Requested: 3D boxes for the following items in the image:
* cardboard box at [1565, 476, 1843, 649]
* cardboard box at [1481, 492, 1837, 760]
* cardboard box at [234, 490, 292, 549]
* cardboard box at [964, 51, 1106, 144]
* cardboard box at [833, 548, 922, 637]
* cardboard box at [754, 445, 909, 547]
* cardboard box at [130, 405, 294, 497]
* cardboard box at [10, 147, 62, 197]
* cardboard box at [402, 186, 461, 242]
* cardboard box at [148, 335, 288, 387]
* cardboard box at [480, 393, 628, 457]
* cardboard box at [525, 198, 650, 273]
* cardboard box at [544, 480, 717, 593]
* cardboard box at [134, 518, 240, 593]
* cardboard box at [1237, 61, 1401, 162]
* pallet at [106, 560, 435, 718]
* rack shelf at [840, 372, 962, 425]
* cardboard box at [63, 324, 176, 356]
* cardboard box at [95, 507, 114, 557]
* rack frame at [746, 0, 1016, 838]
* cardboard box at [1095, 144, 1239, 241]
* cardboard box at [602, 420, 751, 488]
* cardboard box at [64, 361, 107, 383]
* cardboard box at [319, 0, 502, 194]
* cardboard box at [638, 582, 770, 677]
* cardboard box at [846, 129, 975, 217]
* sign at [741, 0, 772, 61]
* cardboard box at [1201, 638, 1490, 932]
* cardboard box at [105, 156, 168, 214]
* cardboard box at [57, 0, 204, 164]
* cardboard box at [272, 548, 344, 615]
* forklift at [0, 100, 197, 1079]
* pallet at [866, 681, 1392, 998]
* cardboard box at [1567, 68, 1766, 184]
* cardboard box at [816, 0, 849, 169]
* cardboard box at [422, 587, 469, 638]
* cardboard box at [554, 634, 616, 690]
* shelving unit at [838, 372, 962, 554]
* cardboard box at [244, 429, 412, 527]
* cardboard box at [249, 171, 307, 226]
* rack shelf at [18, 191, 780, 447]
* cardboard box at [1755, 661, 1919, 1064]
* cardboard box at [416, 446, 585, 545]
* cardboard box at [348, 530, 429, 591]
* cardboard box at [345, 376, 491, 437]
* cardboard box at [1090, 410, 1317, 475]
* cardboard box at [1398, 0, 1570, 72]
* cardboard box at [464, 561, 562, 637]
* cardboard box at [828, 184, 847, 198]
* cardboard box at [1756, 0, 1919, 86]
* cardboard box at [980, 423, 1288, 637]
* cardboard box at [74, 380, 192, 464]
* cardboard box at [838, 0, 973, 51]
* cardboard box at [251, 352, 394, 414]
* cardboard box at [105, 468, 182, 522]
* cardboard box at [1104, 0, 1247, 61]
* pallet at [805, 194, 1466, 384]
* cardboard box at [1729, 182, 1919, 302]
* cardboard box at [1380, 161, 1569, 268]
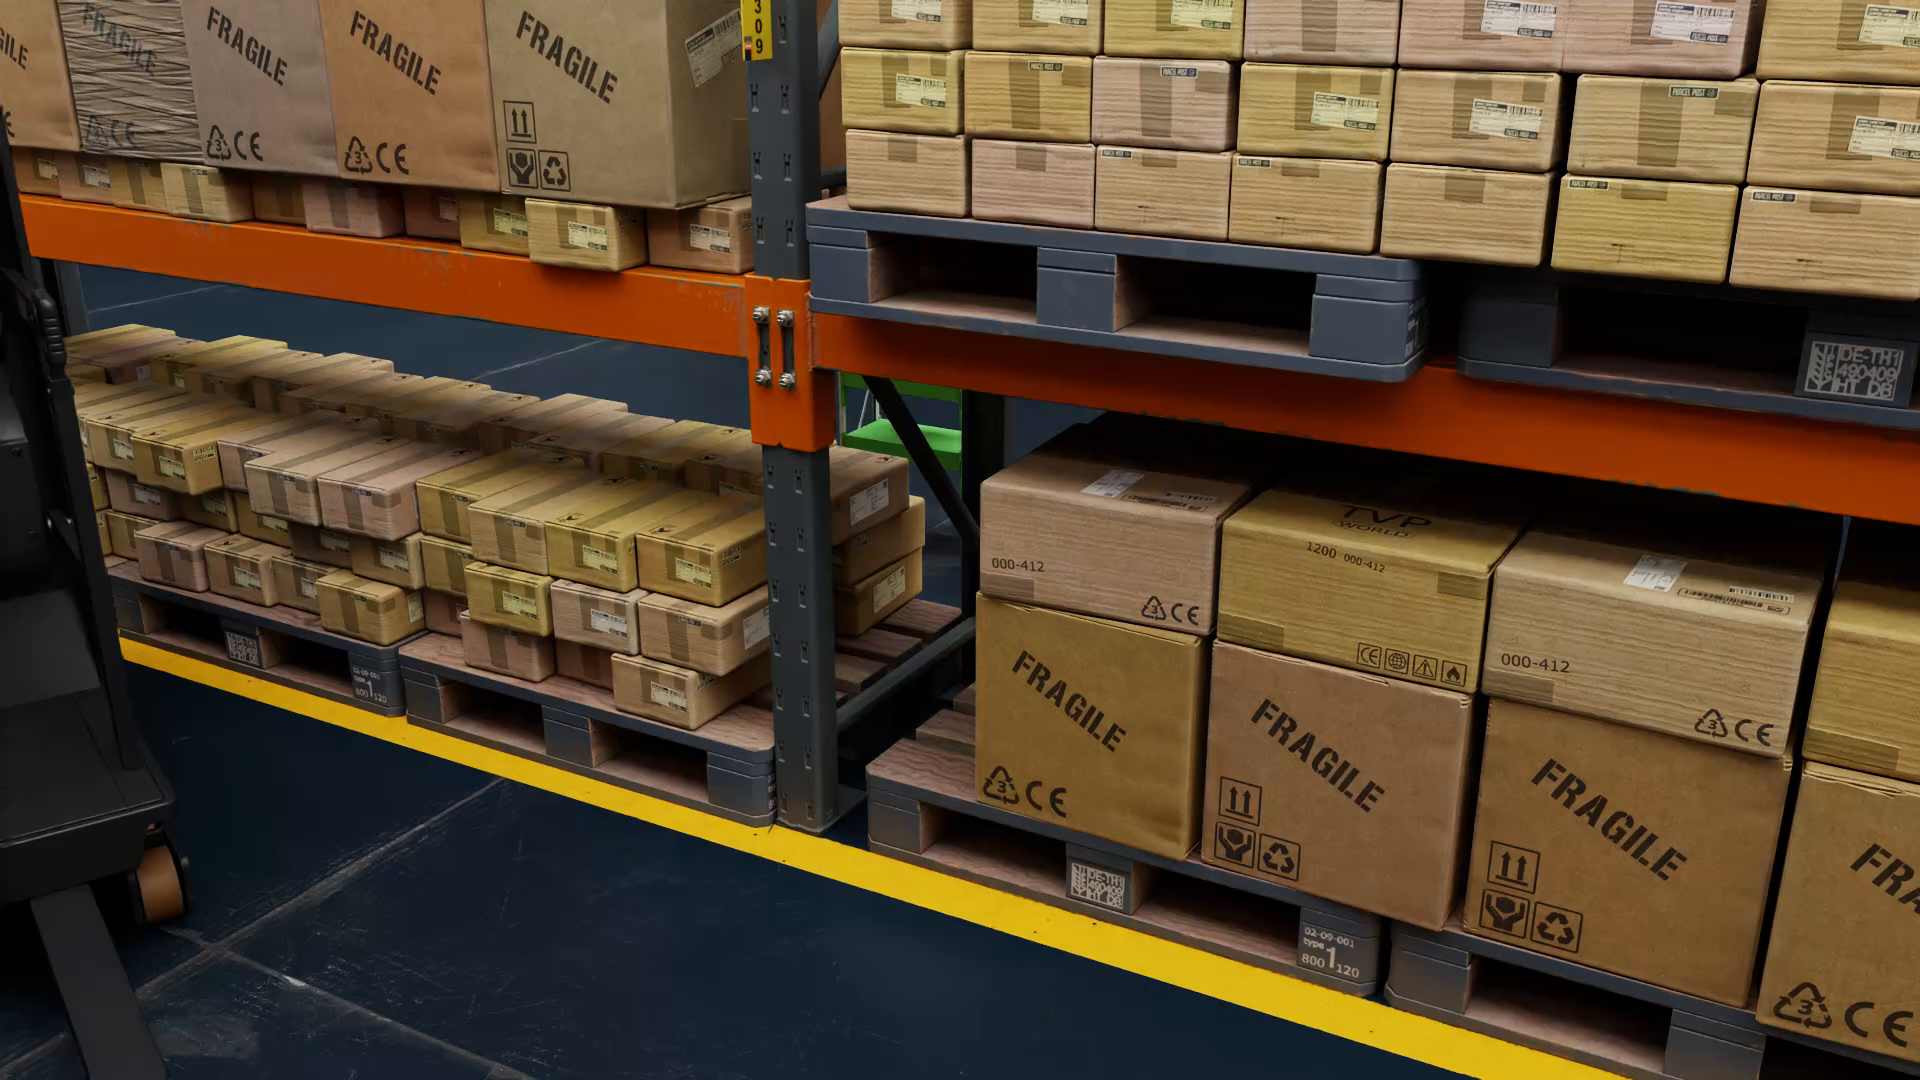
[{"bbox_3d":[1.542,-0.019,3.468,0.500,0.250,0.500,10,22,25],"label":"cardboard box"},{"bbox_3d":[1.283,0.135,3.044,0.500,0.250,0.500,12,23,29],"label":"cardboard box"},{"bbox_3d":[-1.897,-0.116,4.915,0.250,0.149,0.380,12,23,30],"label":"cardboard box"},{"bbox_3d":[0.204,-0.840,3.098,0.250,0.149,0.380,10,22,26],"label":"cardboard box"},{"bbox_3d":[-0.304,0.121,4.698,0.250,0.149,0.380,10,22,25],"label":"cardboard box"},{"bbox_3d":[-0.342,-0.122,4.494,0.250,0.149,0.380,12,23,29],"label":"cardboard box"},{"bbox_3d":[-2.184,-0.267,4.894,0.250,0.149,0.380,11,23,28],"label":"cardboard box"},{"bbox_3d":[-2.542,-1.116,4.911,0.250,0.149,0.380,11,22,27],"label":"cardboard box"},{"bbox_3d":[-1.180,-0.861,4.209,0.250,0.149,0.380,10,22,26],"label":"cardboard box"},{"bbox_3d":[-2.569,-0.591,5.788,0.250,0.149,0.380,10,22,26],"label":"cardboard box"},{"bbox_3d":[-1.220,-0.316,5.029,0.250,0.149,0.380,11,23,28],"label":"cardboard box"},{"bbox_3d":[-0.784,-0.736,3.863,0.250,0.149,0.380,10,22,26],"label":"cardboard box"},{"bbox_3d":[-0.822,-0.015,4.200,0.250,0.149,0.380,11,23,28],"label":"cardboard box"},{"bbox_3d":[-2.231,0.009,5.006,0.250,0.149,0.380,10,22,25],"label":"cardboard box"},{"bbox_3d":[0.657,-0.754,2.861,0.250,0.149,0.380,10,22,25],"label":"cardboard box"},{"bbox_3d":[-1.815,0.141,5.166,1.213,0.211,1.003,11,23,27],"label":"pallet"},{"bbox_3d":[-0.145,-0.532,5.758,0.480,0.148,0.258,11,23,27],"label":"rack shelf"},{"bbox_3d":[-3.049,-0.655,5.965,0.250,0.149,0.380,11,23,28],"label":"cardboard box"},{"bbox_3d":[-2.675,-0.072,5.230,0.250,0.149,0.380,11,23,28],"label":"cardboard box"},{"bbox_3d":[-0.142,-0.866,3.853,0.127,3.000,1.000,11,23,27],"label":"rack frame"},{"bbox_3d":[0.438,-0.655,3.026,0.250,0.149,0.380,11,23,28],"label":"cardboard box"},{"bbox_3d":[-0.798,-0.212,4.744,0.250,0.149,0.380,10,22,27],"label":"cardboard box"},{"bbox_3d":[-3.043,-0.469,5.453,0.250,0.149,0.380,11,23,28],"label":"cardboard box"},{"bbox_3d":[-1.155,-1.136,4.014,0.500,0.500,0.500,10,22,26],"label":"cardboard box"},{"bbox_3d":[-0.572,0.179,4.100,0.250,0.149,0.380,11,23,28],"label":"cardboard box"},{"bbox_3d":[-0.023,-0.743,3.266,0.250,0.149,0.380,10,22,25],"label":"cardboard box"},{"bbox_3d":[-0.400,-1.110,3.256,0.005,0.325,0.100,11,23,27],"label":"sign"},{"bbox_3d":[0.836,0.401,3.410,0.500,0.500,0.500,12,23,30],"label":"cardboard box"},{"bbox_3d":[-2.125,-1.017,4.639,0.250,0.149,0.380,12,23,29],"label":"cardboard box"},{"bbox_3d":[-2.028,-1.311,4.498,0.500,0.500,0.500,10,22,26],"label":"cardboard box"},{"bbox_3d":[-1.749,0.078,4.817,0.250,0.149,0.380,11,23,28],"label":"cardboard box"},{"bbox_3d":[-2.300,-0.539,3.054,1.130,2.935,3.031,-14,24,-33],"label":"forklift"},{"bbox_3d":[0.538,0.574,3.973,1.213,0.211,1.003,11,23,27],"label":"pallet"},{"bbox_3d":[1.125,-0.666,2.618,0.250,0.149,0.380,10,22,26],"label":"cardboard box"},{"bbox_3d":[-0.452,-1.210,4.219,0.500,0.500,0.500,10,22,26],"label":"cardboard box"},{"bbox_3d":[-1.270,0.140,4.644,0.250,0.149,0.380,10,22,26],"label":"cardboard box"},{"bbox_3d":[-0.837,0.245,4.355,0.250,0.149,0.380,12,23,29],"label":"cardboard box"},{"bbox_3d":[-0.145,-0.592,5.736,0.503,1.200,0.258,11,23,27],"label":"shelving unit"},{"bbox_3d":[-1.754,-0.179,4.653,0.250,0.149,0.380,10,22,25],"label":"cardboard box"},{"bbox_3d":[-1.649,-0.943,4.434,0.250,0.149,0.380,10,22,27],"label":"cardboard box"},{"bbox_3d":[-1.888,-0.860,4.892,4.000,0.370,1.077,11,23,27],"label":"rack shelf"},{"bbox_3d":[1.727,0.575,2.931,0.500,0.500,0.500,10,22,25],"label":"cardboard box"},{"bbox_3d":[-1.232,-0.121,4.491,0.250,0.149,0.380,12,23,29],"label":"cardboard box"},{"bbox_3d":[-1.460,-0.009,4.619,0.250,0.149,0.380,11,23,29],"label":"cardboard box"},{"bbox_3d":[-1.694,-0.389,5.231,0.250,0.149,0.380,11,23,28],"label":"cardboard box"},{"bbox_3d":[0.631,-0.192,3.946,0.500,0.250,0.500,10,22,26],"label":"cardboard box"},{"bbox_3d":[0.887,-0.850,2.689,0.250,0.149,0.380,11,22,27],"label":"cardboard box"},{"bbox_3d":[-1.057,0.099,4.322,0.250,0.149,0.380,10,22,25],"label":"cardboard box"},{"bbox_3d":[-0.230,-0.892,4.294,0.250,0.149,0.380,12,23,29],"label":"cardboard box"},{"bbox_3d":[1.344,-0.764,2.452,0.250,0.149,0.380,12,23,29],"label":"cardboard box"},{"bbox_3d":[0.374,-0.039,3.524,0.500,0.250,0.500,10,22,25],"label":"cardboard box"},{"bbox_3d":[-2.629,-0.373,5.187,0.250,0.149,0.380,10,22,25],"label":"cardboard box"},{"bbox_3d":[-0.023,-1.022,3.164,0.250,0.149,0.380,12,23,30],"label":"cardboard box"},{"bbox_3d":[-2.112,-0.501,5.540,0.250,0.149,0.380,12,23,29],"label":"cardboard box"},{"bbox_3d":[-2.385,-0.197,5.138,0.250,0.149,0.380,10,22,25],"label":"cardboard box"},{"bbox_3d":[0.446,-0.934,2.922,0.250,0.149,0.380,11,23,28],"label":"cardboard box"},{"bbox_3d":[0.454,-0.605,3.416,1.213,0.211,1.003,11,23,27],"label":"pallet"},{"bbox_3d":[1.338,-0.484,2.554,0.250,0.149,0.380,10,22,25],"label":"cardboard box"},{"bbox_3d":[0.879,-0.571,2.794,0.250,0.149,0.380,10,22,25],"label":"cardboard box"}]
